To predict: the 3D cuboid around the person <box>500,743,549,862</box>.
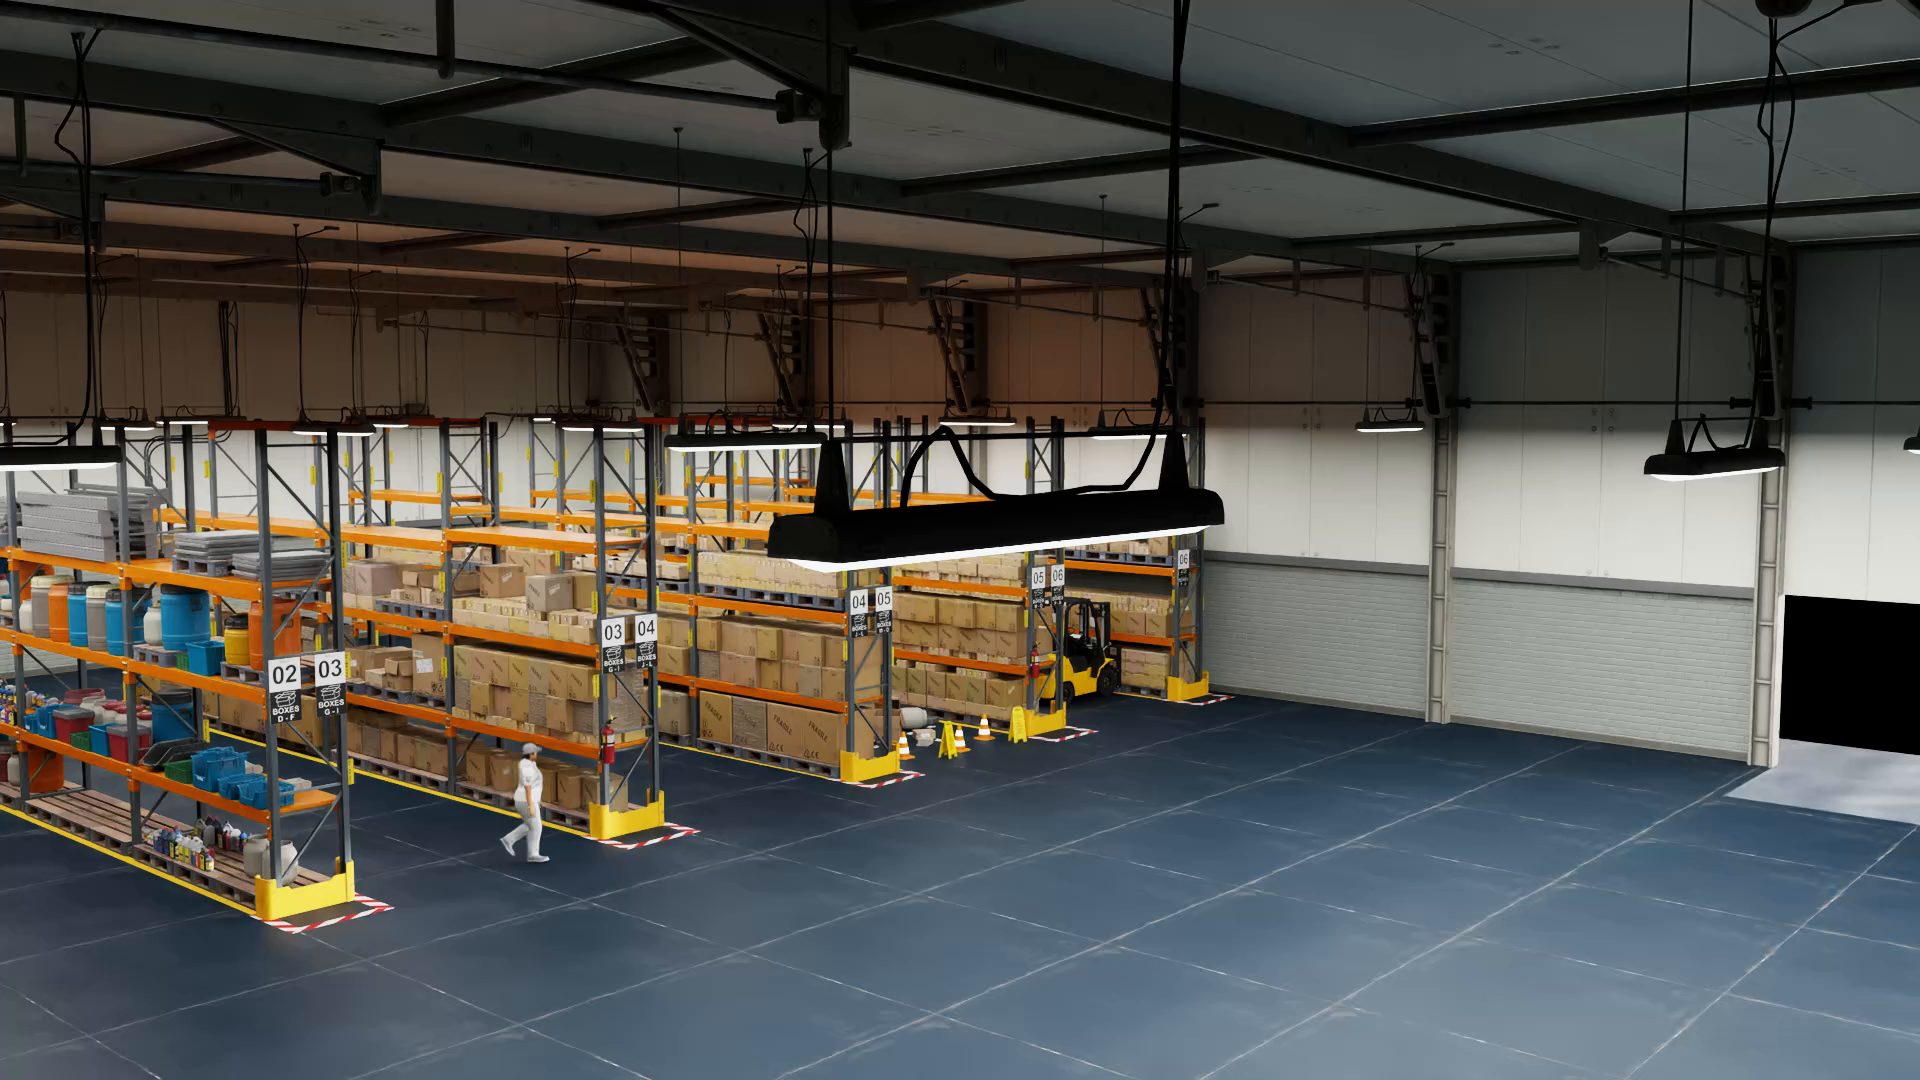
[{"bbox_3d":[-5.972,3.596,22.827,0.625,1.643,0.481,-1,5,-10],"label":"person"}]
